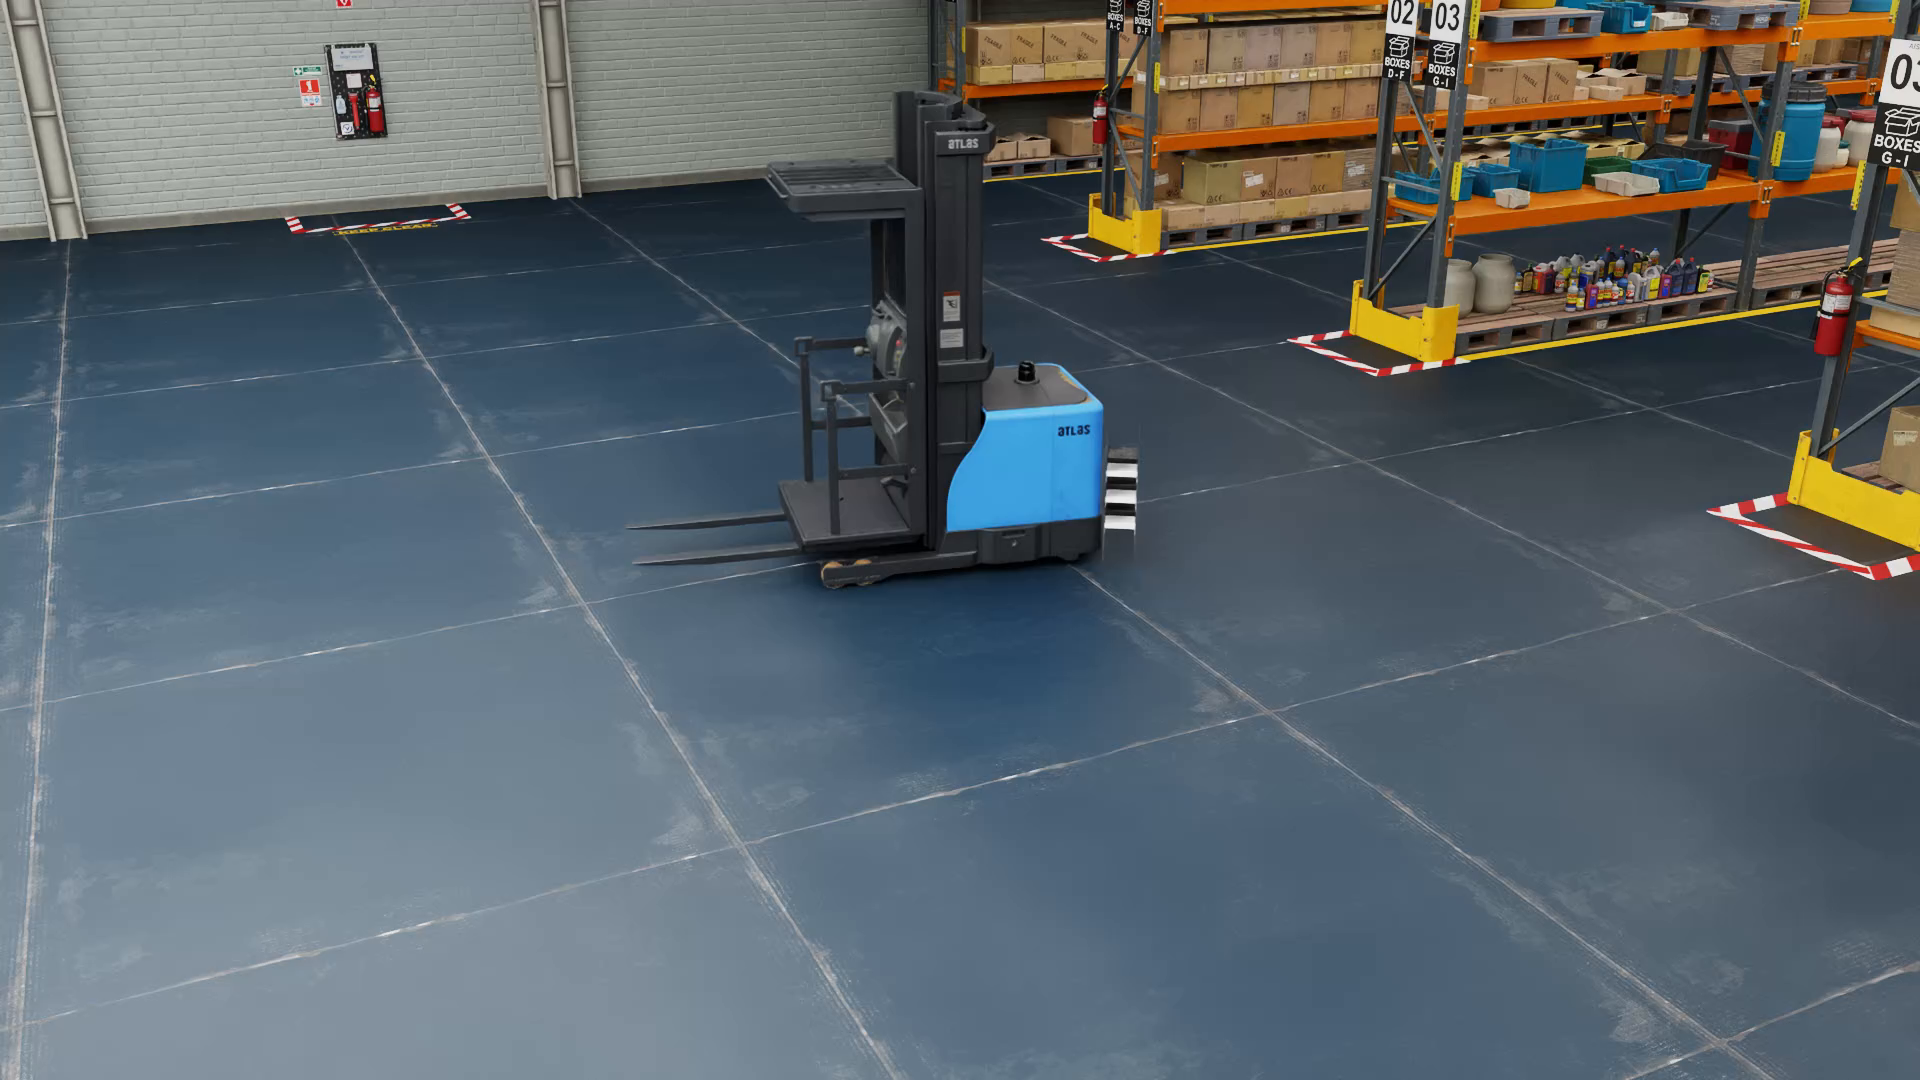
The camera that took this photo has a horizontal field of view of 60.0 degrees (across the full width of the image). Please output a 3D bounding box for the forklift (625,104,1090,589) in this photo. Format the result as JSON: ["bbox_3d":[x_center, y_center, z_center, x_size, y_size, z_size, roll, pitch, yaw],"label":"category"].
[{"bbox_3d":[-0.694,-1.234,10.482,2.937,2.867,1.118,-6,23,-13],"label":"forklift"}]

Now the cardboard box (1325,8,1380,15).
[{"bbox_3d":[6.107,-8.007,25.966,0.500,0.500,0.700,-13,26,-29],"label":"cardboard box"}]

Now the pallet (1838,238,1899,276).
[{"bbox_3d":[10.600,-3.124,18.520,1.213,0.211,1.003,-10,25,-24],"label":"pallet"}]

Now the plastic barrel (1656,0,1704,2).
[{"bbox_3d":[6.768,-5.547,15.602,0.708,0.901,0.600,-10,25,-24],"label":"plastic barrel"}]

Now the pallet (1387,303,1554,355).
[{"bbox_3d":[4.889,-2.073,15.983,1.213,0.211,1.003,-10,25,-24],"label":"pallet"}]

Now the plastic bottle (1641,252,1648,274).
[{"bbox_3d":[7.001,-2.810,17.094,0.133,0.283,0.061,-10,25,-24],"label":"plastic bottle"}]

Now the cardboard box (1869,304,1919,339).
[{"bbox_3d":[6.422,-1.496,11.269,0.250,0.149,0.380,-10,25,-24],"label":"cardboard box"}]

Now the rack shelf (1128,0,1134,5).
[{"bbox_3d":[3.764,-6.359,19.522,3.687,0.071,0.831,-10,25,-24],"label":"rack shelf"}]

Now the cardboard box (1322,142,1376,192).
[{"bbox_3d":[-17.056,-2.272,4.373,53.590,8.540,10.069,-10,25,-24],"label":"cardboard box"}]

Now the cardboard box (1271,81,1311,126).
[{"bbox_3d":[3.782,-5.285,19.964,0.500,0.500,0.700,-10,24,-22],"label":"cardboard box"}]

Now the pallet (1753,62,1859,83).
[{"bbox_3d":[12.007,-6.715,23.800,1.213,0.211,1.003,-10,25,-24],"label":"pallet"}]

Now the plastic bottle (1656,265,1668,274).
[{"bbox_3d":[6.996,-2.617,16.637,0.135,0.276,0.152,-10,25,-24],"label":"plastic bottle"}]

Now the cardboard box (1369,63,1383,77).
[{"bbox_3d":[4.955,-5.714,20.152,0.250,0.149,0.380,-11,25,-25],"label":"cardboard box"}]

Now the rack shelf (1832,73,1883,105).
[{"bbox_3d":[14.577,-6.898,24.932,4.000,0.370,1.077,-10,25,-24],"label":"rack shelf"}]

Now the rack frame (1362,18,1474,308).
[{"bbox_3d":[4.107,-3.200,15.059,0.127,3.000,1.000,-10,25,-24],"label":"rack frame"}]

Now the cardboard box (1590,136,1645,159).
[{"bbox_3d":[8.805,-5.246,22.314,0.500,0.311,0.500,-10,24,-22],"label":"cardboard box"}]

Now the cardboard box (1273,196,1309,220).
[{"bbox_3d":[3.894,-4.092,20.259,0.500,0.250,0.500,-10,25,-24],"label":"cardboard box"}]

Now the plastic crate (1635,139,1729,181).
[{"bbox_3d":[7.184,-3.792,16.570,0.504,0.338,0.767,-10,25,-24],"label":"plastic crate"}]

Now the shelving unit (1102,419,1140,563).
[{"bbox_3d":[1.051,-0.316,10.837,0.210,0.900,0.258,2,23,6],"label":"shelving unit"}]

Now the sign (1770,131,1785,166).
[{"bbox_3d":[7.940,-3.800,16.146,0.005,0.325,0.100,-10,25,-24],"label":"sign"}]

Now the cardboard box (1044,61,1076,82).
[{"bbox_3d":[1.311,-6.699,23.682,0.500,0.250,0.500,-11,25,-24],"label":"cardboard box"}]

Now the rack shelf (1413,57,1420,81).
[{"bbox_3d":[5.216,-7.277,25.849,4.000,0.370,1.077,-10,25,-24],"label":"rack shelf"}]

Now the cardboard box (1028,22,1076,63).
[{"bbox_3d":[1.288,-7.038,23.521,0.500,0.500,0.500,-11,25,-25],"label":"cardboard box"}]

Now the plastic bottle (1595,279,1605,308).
[{"bbox_3d":[6.184,-2.393,16.101,0.097,0.271,0.097,0,22,0],"label":"plastic bottle"}]

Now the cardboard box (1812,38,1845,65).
[{"bbox_3d":[12.251,-7.137,23.890,0.700,0.500,0.500,21,30,41],"label":"cardboard box"}]

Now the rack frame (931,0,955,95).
[{"bbox_3d":[-0.189,-6.613,23.304,0.053,2.616,0.949,-10,25,-24],"label":"rack frame"}]

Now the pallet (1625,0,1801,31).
[{"bbox_3d":[7.103,-5.009,15.754,1.003,0.211,1.213,-10,25,-24],"label":"pallet"}]

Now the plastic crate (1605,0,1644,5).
[{"bbox_3d":[6.171,-4.984,15.723,0.450,0.188,0.336,-10,25,-24],"label":"plastic crate"}]

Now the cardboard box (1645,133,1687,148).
[{"bbox_3d":[9.704,-5.260,22.729,0.500,0.500,0.500,-9,24,-21],"label":"cardboard box"}]

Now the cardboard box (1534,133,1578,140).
[{"bbox_3d":[8.101,-5.342,22.546,0.500,0.311,0.500,-11,25,-25],"label":"cardboard box"}]

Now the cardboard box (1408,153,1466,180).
[{"bbox_3d":[6.046,-4.737,21.084,0.500,0.311,0.500,-10,25,-23],"label":"cardboard box"}]

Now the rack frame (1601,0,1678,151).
[{"bbox_3d":[9.170,-6.235,22.390,0.127,3.000,1.000,-10,25,-24],"label":"rack frame"}]

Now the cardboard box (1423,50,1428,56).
[{"bbox_3d":[7.416,-7.809,26.496,0.250,0.149,0.380,-11,25,-24],"label":"cardboard box"}]

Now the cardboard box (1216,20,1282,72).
[{"bbox_3d":[3.361,-5.808,19.533,0.500,0.500,0.700,-10,25,-23],"label":"cardboard box"}]

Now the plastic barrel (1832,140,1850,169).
[{"bbox_3d":[8.970,-3.966,17.091,0.301,0.262,0.301,0,22,0],"label":"plastic barrel"}]

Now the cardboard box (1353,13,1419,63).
[{"bbox_3d":[5.169,-6.141,20.337,0.500,0.500,0.700,-10,25,-23],"label":"cardboard box"}]

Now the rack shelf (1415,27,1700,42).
[{"bbox_3d":[5.909,-4.709,15.373,3.809,0.052,0.919,-10,25,-24],"label":"rack shelf"}]

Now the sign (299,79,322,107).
[{"bbox_3d":[-8.127,-5.597,20.802,0.234,0.329,0.001,-10,25,-24],"label":"sign"}]

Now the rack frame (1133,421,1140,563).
[{"bbox_3d":[1.152,-0.312,10.827,0.006,0.900,0.240,2,23,6],"label":"rack frame"}]

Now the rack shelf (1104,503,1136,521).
[{"bbox_3d":[1.051,-0.202,10.884,0.200,0.077,0.258,2,23,6],"label":"rack shelf"}]

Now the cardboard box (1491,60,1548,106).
[{"bbox_3d":[7.191,-5.910,21.474,0.500,0.500,0.500,-10,25,-24],"label":"cardboard box"}]

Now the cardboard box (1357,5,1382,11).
[{"bbox_3d":[6.437,-8.364,25.981,0.250,0.149,0.380,-15,27,-32],"label":"cardboard box"}]

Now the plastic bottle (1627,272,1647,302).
[{"bbox_3d":[6.644,-2.491,16.332,0.135,0.276,0.152,-10,24,-23],"label":"plastic bottle"}]

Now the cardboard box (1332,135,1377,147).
[{"bbox_3d":[5.012,-4.872,21.164,0.500,0.500,0.500,-10,25,-24],"label":"cardboard box"}]

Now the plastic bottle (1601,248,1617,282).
[{"bbox_3d":[6.634,-2.821,17.031,0.185,0.351,0.144,-12,25,-26],"label":"plastic bottle"}]

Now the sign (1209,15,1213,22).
[{"bbox_3d":[3.656,-7.492,24.296,0.005,0.325,0.100,-10,25,-24],"label":"sign"}]

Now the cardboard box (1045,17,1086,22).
[{"bbox_3d":[1.518,-7.303,24.160,0.500,0.500,0.500,-10,25,-23],"label":"cardboard box"}]

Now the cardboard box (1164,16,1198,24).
[{"bbox_3d":[3.122,-7.379,24.344,0.500,0.500,0.500,-10,25,-24],"label":"cardboard box"}]

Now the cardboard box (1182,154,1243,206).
[{"bbox_3d":[2.991,-4.274,19.718,0.500,0.500,0.500,-10,25,-24],"label":"cardboard box"}]

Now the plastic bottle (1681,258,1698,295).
[{"bbox_3d":[7.256,-2.637,16.586,0.185,0.351,0.144,-11,25,-25],"label":"plastic bottle"}]

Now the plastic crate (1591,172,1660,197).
[{"bbox_3d":[6.358,-3.385,15.851,0.437,0.136,0.530,-10,25,-24],"label":"plastic crate"}]

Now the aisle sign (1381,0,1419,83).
[{"bbox_3d":[3.913,-4.492,14.780,0.004,0.787,0.394,-10,25,-24],"label":"aisle sign"}]

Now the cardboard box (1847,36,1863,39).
[{"bbox_3d":[13.118,-7.580,24.201,0.500,0.500,0.500,-10,25,-23],"label":"cardboard box"}]

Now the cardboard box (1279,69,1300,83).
[{"bbox_3d":[3.794,-5.499,19.634,0.250,0.149,0.380,-10,25,-23],"label":"cardboard box"}]
